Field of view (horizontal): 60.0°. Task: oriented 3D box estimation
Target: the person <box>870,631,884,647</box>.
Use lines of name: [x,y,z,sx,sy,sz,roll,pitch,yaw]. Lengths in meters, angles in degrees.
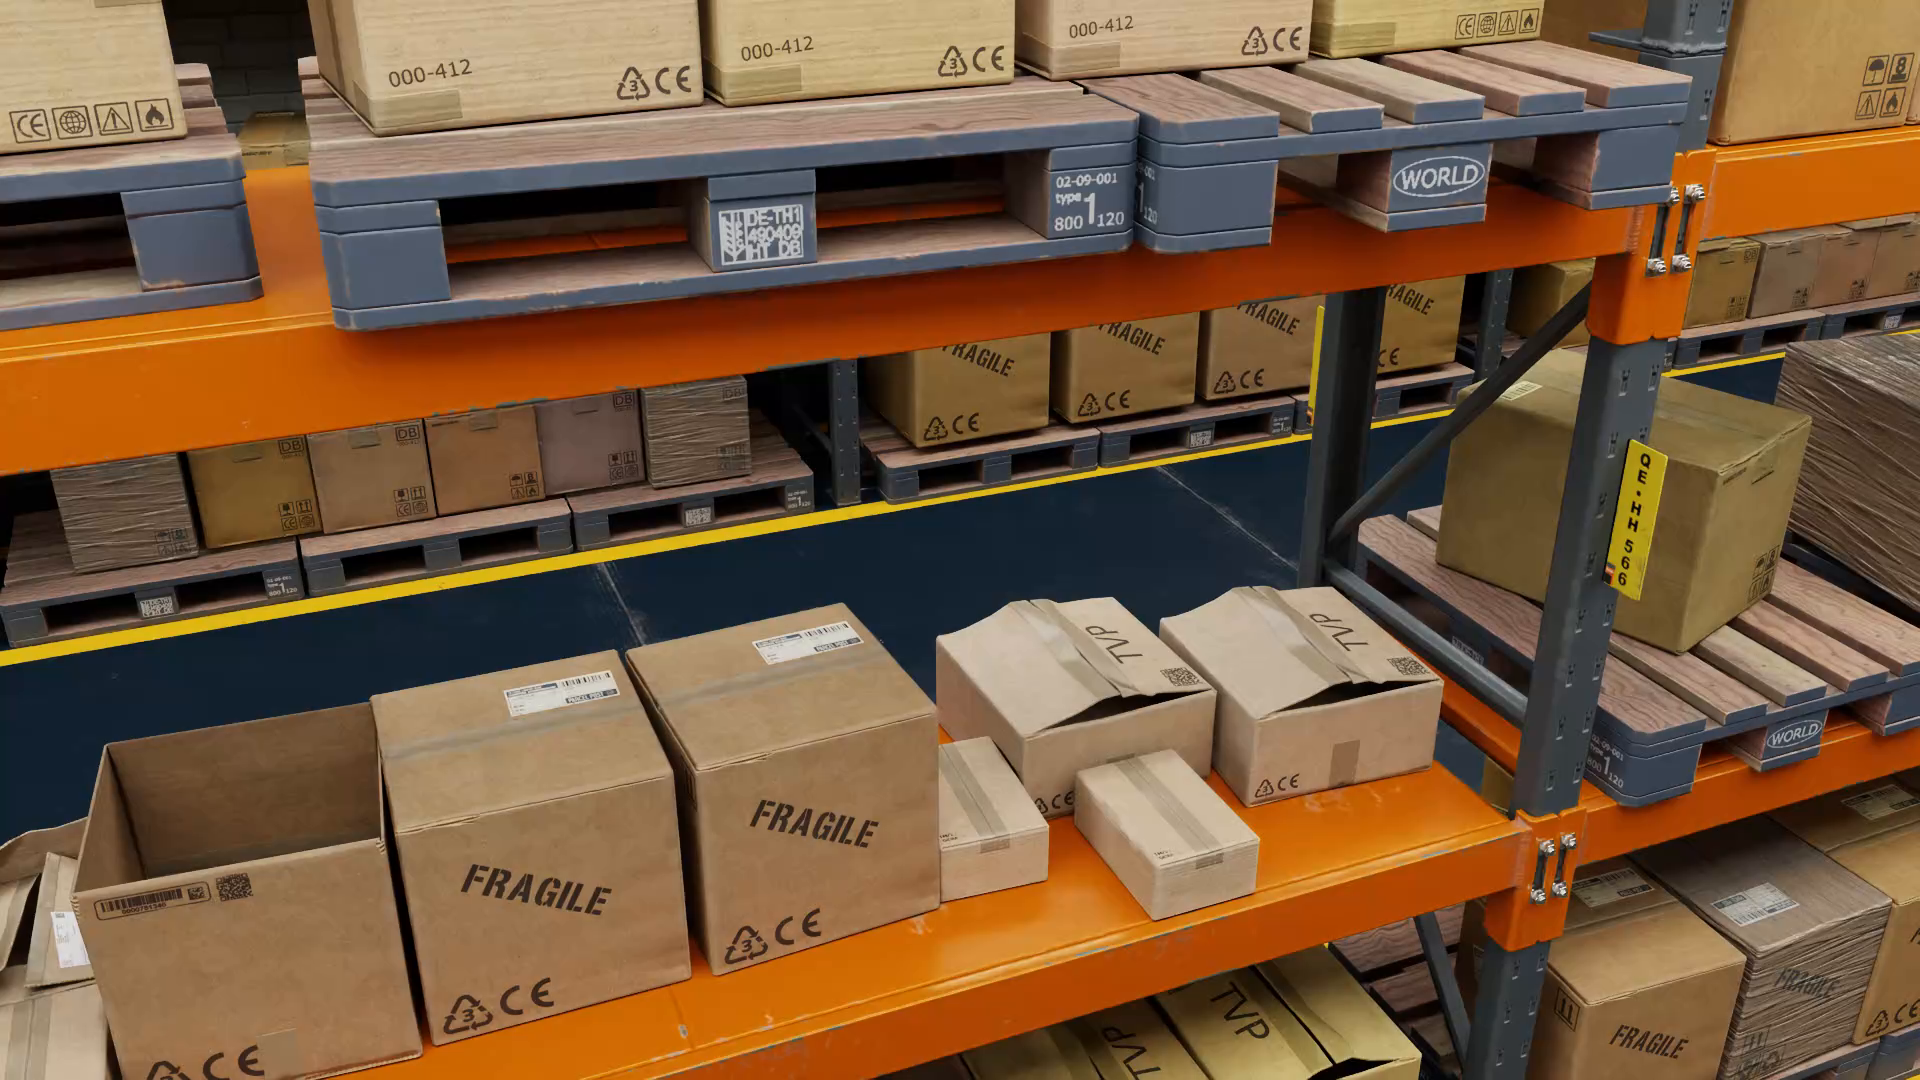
person: [-0.701,0.715,5.690,1.005,0.860,0.516,-11,28,-22]
